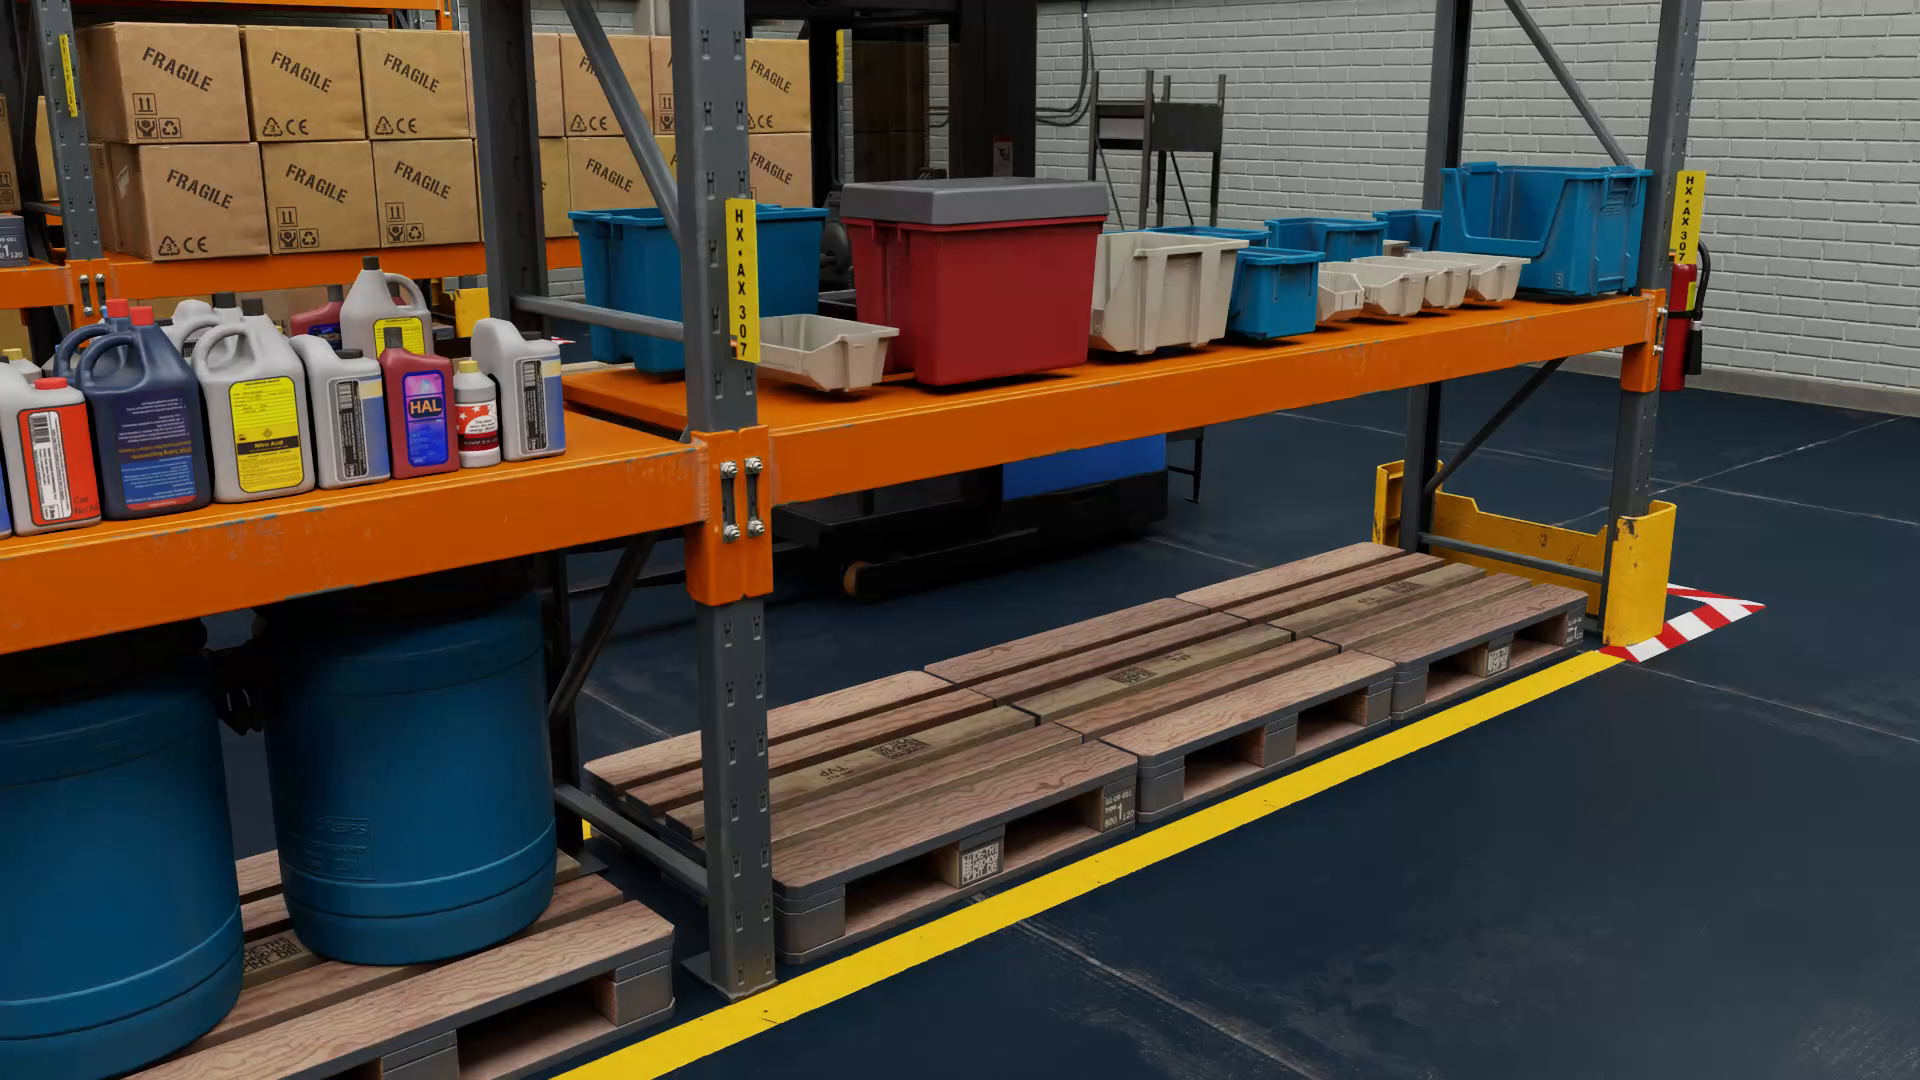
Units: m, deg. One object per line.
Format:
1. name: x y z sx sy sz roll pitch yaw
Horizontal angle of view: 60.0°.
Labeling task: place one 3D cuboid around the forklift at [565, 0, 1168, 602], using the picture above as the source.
1. forklift: -0.485 -1.316 6.995 3.031 2.935 1.130 -12 19 -37

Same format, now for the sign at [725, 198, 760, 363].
1. sign: -0.439 -0.525 3.366 0.005 0.325 0.100 -13 19 -39

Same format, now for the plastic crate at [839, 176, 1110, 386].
1. plastic crate: 0.039 -0.661 4.171 0.583 0.464 0.402 -13 19 -39

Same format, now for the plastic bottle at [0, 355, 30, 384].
1. plastic bottle: -1.636 -0.181 2.863 0.097 0.271 0.097 0 15 0

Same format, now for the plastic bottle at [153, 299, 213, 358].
1. plastic bottle: -1.674 -0.372 3.572 0.135 0.276 0.152 -13 19 -39

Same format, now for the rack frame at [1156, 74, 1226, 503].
1. rack frame: 1.116 -1.247 8.349 0.015 2.100 0.400 -9 18 -38

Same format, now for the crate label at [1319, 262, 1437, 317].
1. crate label: 1.300 -0.806 5.350 0.243 0.136 0.396 -13 19 -39

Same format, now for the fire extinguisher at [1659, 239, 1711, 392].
1. fire extinguisher: 2.630 -0.896 6.163 0.183 0.674 0.296 -13 19 -39

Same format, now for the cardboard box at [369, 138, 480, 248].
1. cardboard box: -2.721 -1.717 8.171 0.500 0.500 0.500 -13 20 -40

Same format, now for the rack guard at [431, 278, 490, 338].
1. rack guard: -4.267 -1.901 13.899 0.348 0.500 1.175 -13 19 -39

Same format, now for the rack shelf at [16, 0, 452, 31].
1. rack shelf: -5.794 -3.868 11.999 4.000 0.370 1.077 -13 19 -39

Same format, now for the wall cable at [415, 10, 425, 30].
1. wall cable: -3.940 -3.997 14.932 1.851 1.984 0.084 -13 19 -39

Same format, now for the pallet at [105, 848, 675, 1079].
1. pallet: -1.409 0.971 3.705 1.213 0.211 1.003 -13 19 -39

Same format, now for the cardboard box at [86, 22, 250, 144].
1. cardboard box: -3.508 -2.020 7.368 0.500 0.500 0.500 -12 19 -38

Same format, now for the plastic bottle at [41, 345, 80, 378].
1. plastic bottle: -1.853 -0.306 3.466 0.097 0.201 0.097 0 15 0

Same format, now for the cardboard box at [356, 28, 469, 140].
1. cardboard box: -2.731 -2.194 8.022 0.500 0.500 0.500 -13 20 -41

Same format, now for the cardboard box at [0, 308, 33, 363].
1. cardboard box: -6.671 -1.529 11.692 0.500 0.500 0.700 -12 19 -39

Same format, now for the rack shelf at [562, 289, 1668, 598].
1. rack shelf: 0.710 -0.490 5.165 4.000 0.370 1.077 -13 19 -39

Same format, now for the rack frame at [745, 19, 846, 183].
1. rack frame: -1.030 -2.141 9.953 0.127 3.000 1.000 -13 19 -39

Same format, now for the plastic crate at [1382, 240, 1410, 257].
1. plastic crate: 1.520 -1.062 6.307 0.298 0.136 0.250 -13 19 -39

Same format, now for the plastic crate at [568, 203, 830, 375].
1. plastic crate: -0.671 -0.665 4.343 0.575 0.384 0.392 -13 19 -39

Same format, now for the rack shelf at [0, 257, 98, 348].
1. rack shelf: -5.557 -0.777 6.241 4.000 0.370 1.077 -13 19 -39

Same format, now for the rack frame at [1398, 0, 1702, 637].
1. rack frame: 2.218 -1.176 6.341 0.127 3.000 1.000 -13 19 -39

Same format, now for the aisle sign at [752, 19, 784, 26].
1. aisle sign: -1.172 -3.466 9.875 0.004 0.787 0.394 -13 19 -39

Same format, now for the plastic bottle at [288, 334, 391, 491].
1. plastic bottle: -1.160 -0.247 3.103 0.135 0.276 0.152 -13 19 -39

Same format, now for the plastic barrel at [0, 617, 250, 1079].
1. plastic barrel: -1.755 0.521 3.239 0.708 0.901 0.600 -13 19 -39

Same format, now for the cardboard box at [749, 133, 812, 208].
1. cardboard box: -1.190 -2.061 9.458 0.500 0.500 0.500 -12 19 -38

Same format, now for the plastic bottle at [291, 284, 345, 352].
1. plastic bottle: -1.456 -0.441 3.813 0.133 0.283 0.061 -13 19 -39

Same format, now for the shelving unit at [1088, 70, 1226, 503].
1. shelving unit: 0.926 -1.215 8.199 0.503 2.100 0.431 -9 18 -38

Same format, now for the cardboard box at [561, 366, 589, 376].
1. cardboard box: -2.381 -0.819 9.479 0.500 0.250 0.500 -13 19 -39

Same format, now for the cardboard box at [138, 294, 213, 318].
1. cardboard box: -5.901 -1.700 12.333 0.500 0.500 0.700 -12 19 -38

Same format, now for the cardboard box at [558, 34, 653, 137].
1. cardboard box: -1.954 -2.369 8.675 0.500 0.500 0.500 -12 19 -38

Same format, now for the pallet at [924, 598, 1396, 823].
1. pallet: 0.651 0.509 5.436 1.213 0.211 1.003 -13 19 -39

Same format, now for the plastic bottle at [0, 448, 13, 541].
1. plastic bottle: -1.642 -0.139 2.698 0.135 0.276 0.152 -13 19 -39

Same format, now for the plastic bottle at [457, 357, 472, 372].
1. plastic bottle: -0.980 -0.294 3.423 0.097 0.201 0.097 0 15 0

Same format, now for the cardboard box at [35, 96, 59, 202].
1. cardboard box: -6.328 -2.783 11.777 0.700 0.700 0.980 -13 20 -41

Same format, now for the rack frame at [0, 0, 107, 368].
1. rack frame: -4.048 -1.464 7.417 0.127 3.000 1.000 -13 19 -39

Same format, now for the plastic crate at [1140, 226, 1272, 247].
1. plastic crate: 0.823 -0.924 5.603 0.300 0.233 0.416 -13 19 -39

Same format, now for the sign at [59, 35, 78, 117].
1. sign: -3.681 -1.915 6.865 0.005 0.325 0.100 -13 19 -39

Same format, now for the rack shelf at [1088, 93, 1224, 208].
1. rack shelf: 0.943 -1.882 8.036 0.480 0.518 0.431 -9 18 -38

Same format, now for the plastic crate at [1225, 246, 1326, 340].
1. plastic crate: 0.837 -0.726 4.865 0.300 0.233 0.416 -13 19 -39

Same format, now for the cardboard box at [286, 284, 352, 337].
1. cardboard box: -5.125 -1.877 12.996 0.500 0.500 0.700 -13 20 -40

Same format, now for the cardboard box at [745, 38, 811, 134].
1. cardboard box: -1.186 -2.544 9.329 0.500 0.500 0.500 -13 20 -40

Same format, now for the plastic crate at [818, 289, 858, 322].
1. plastic crate: -0.131 -0.637 4.737 0.590 0.125 0.437 -13 19 -39

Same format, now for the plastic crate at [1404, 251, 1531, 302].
1. plastic crate: 1.722 -0.904 5.718 0.243 0.136 0.396 -13 19 -39

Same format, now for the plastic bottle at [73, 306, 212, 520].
1. plastic bottle: -1.417 -0.224 2.872 0.185 0.351 0.144 -13 19 -39

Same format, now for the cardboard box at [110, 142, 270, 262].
1. cardboard box: -3.485 -1.545 7.528 0.500 0.500 0.500 -12 19 -38

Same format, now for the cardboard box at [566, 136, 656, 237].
1. cardboard box: -1.959 -1.889 8.814 0.500 0.500 0.500 -12 19 -39

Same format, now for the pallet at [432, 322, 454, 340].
1. pallet: -4.837 -1.607 13.357 1.213 0.211 1.003 -13 19 -39

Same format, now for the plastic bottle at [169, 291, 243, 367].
1. plastic bottle: -1.372 -0.283 3.094 0.185 0.351 0.144 -13 19 -39

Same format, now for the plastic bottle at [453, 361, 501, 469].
1. plastic bottle: -0.954 -0.248 3.251 0.097 0.201 0.097 0 15 0
